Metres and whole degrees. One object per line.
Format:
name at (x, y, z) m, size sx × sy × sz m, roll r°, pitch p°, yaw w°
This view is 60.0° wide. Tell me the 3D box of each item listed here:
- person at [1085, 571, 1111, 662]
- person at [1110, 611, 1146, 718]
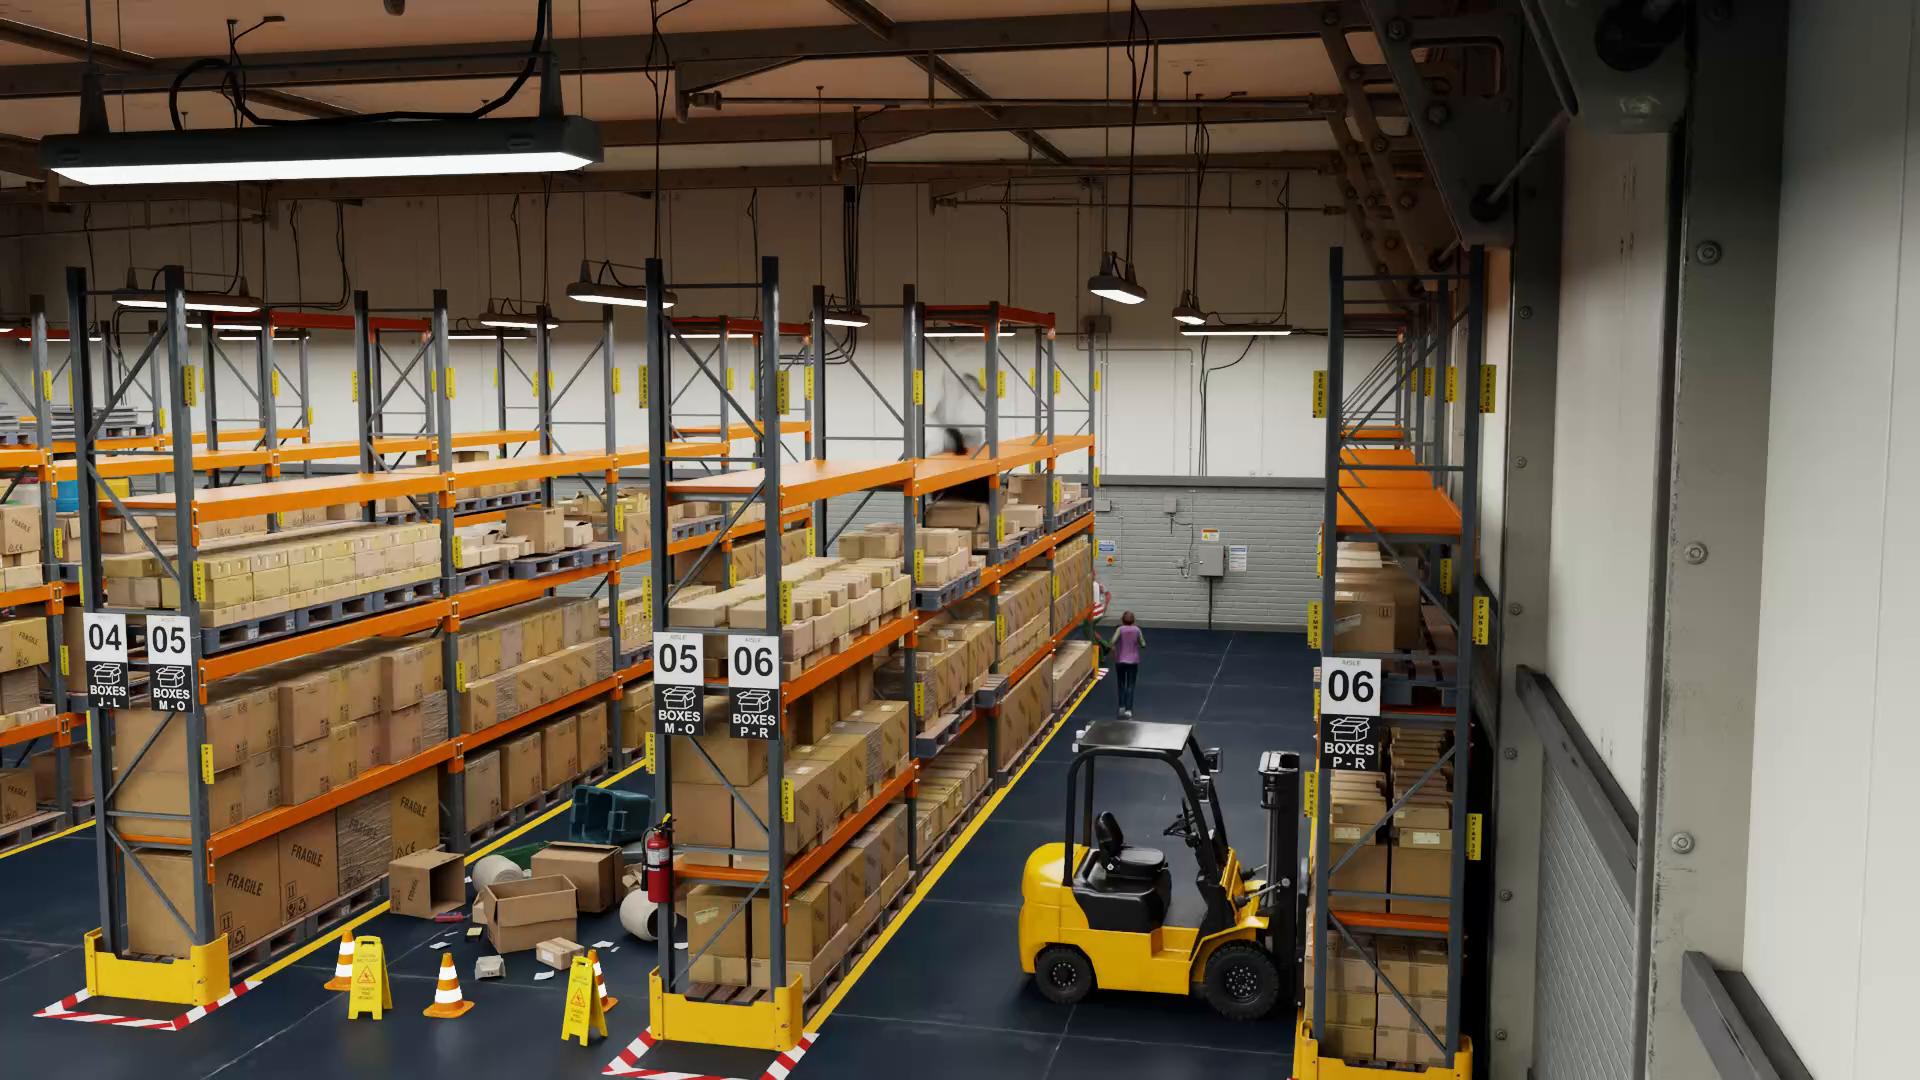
person at (2.367, 1.335, 29.450) m, size 0.435 × 1.720 × 0.762 m, roll 4°, pitch 7°, yaw 34°
person at (2.500, 1.868, 24.727) m, size 0.525 × 1.640 × 0.727 m, roll 1°, pitch 6°, yaw 8°
